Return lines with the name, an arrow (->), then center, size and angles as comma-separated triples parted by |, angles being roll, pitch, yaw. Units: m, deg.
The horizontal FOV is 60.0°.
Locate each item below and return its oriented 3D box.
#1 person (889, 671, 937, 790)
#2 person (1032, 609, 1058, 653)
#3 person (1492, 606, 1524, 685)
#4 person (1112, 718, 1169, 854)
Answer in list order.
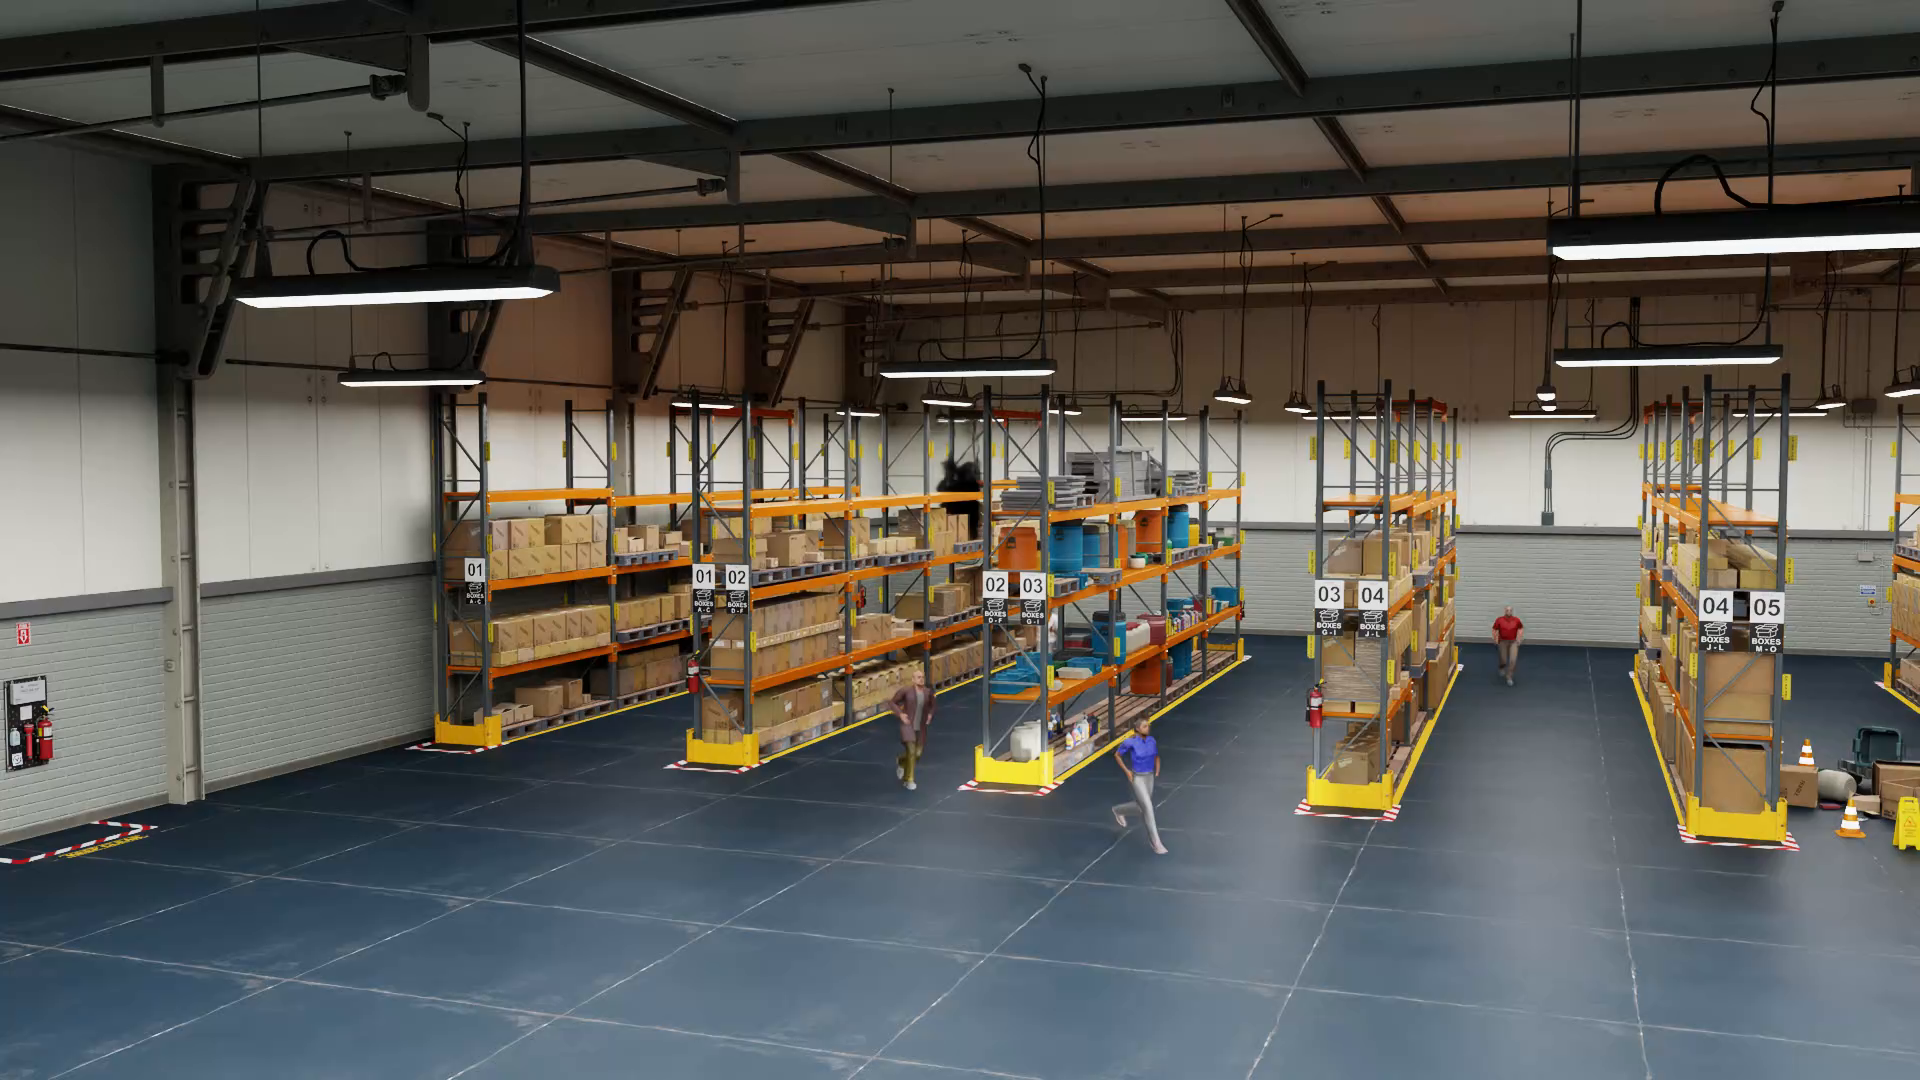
person -> -0.697, 2.825, 24.987 | 0.762, 1.744, 0.788 | -1, 3, -24
person -> 1.846, 2.219, 35.902 | 0.677, 1.798, 0.683 | 1, 3, 13
person -> 11.859, 2.258, 35.997 | 0.657, 1.696, 0.745 | 1, 3, 11
person -> 2.288, 3.080, 21.094 | 0.546, 1.665, 1.061 | -2, 4, -39
